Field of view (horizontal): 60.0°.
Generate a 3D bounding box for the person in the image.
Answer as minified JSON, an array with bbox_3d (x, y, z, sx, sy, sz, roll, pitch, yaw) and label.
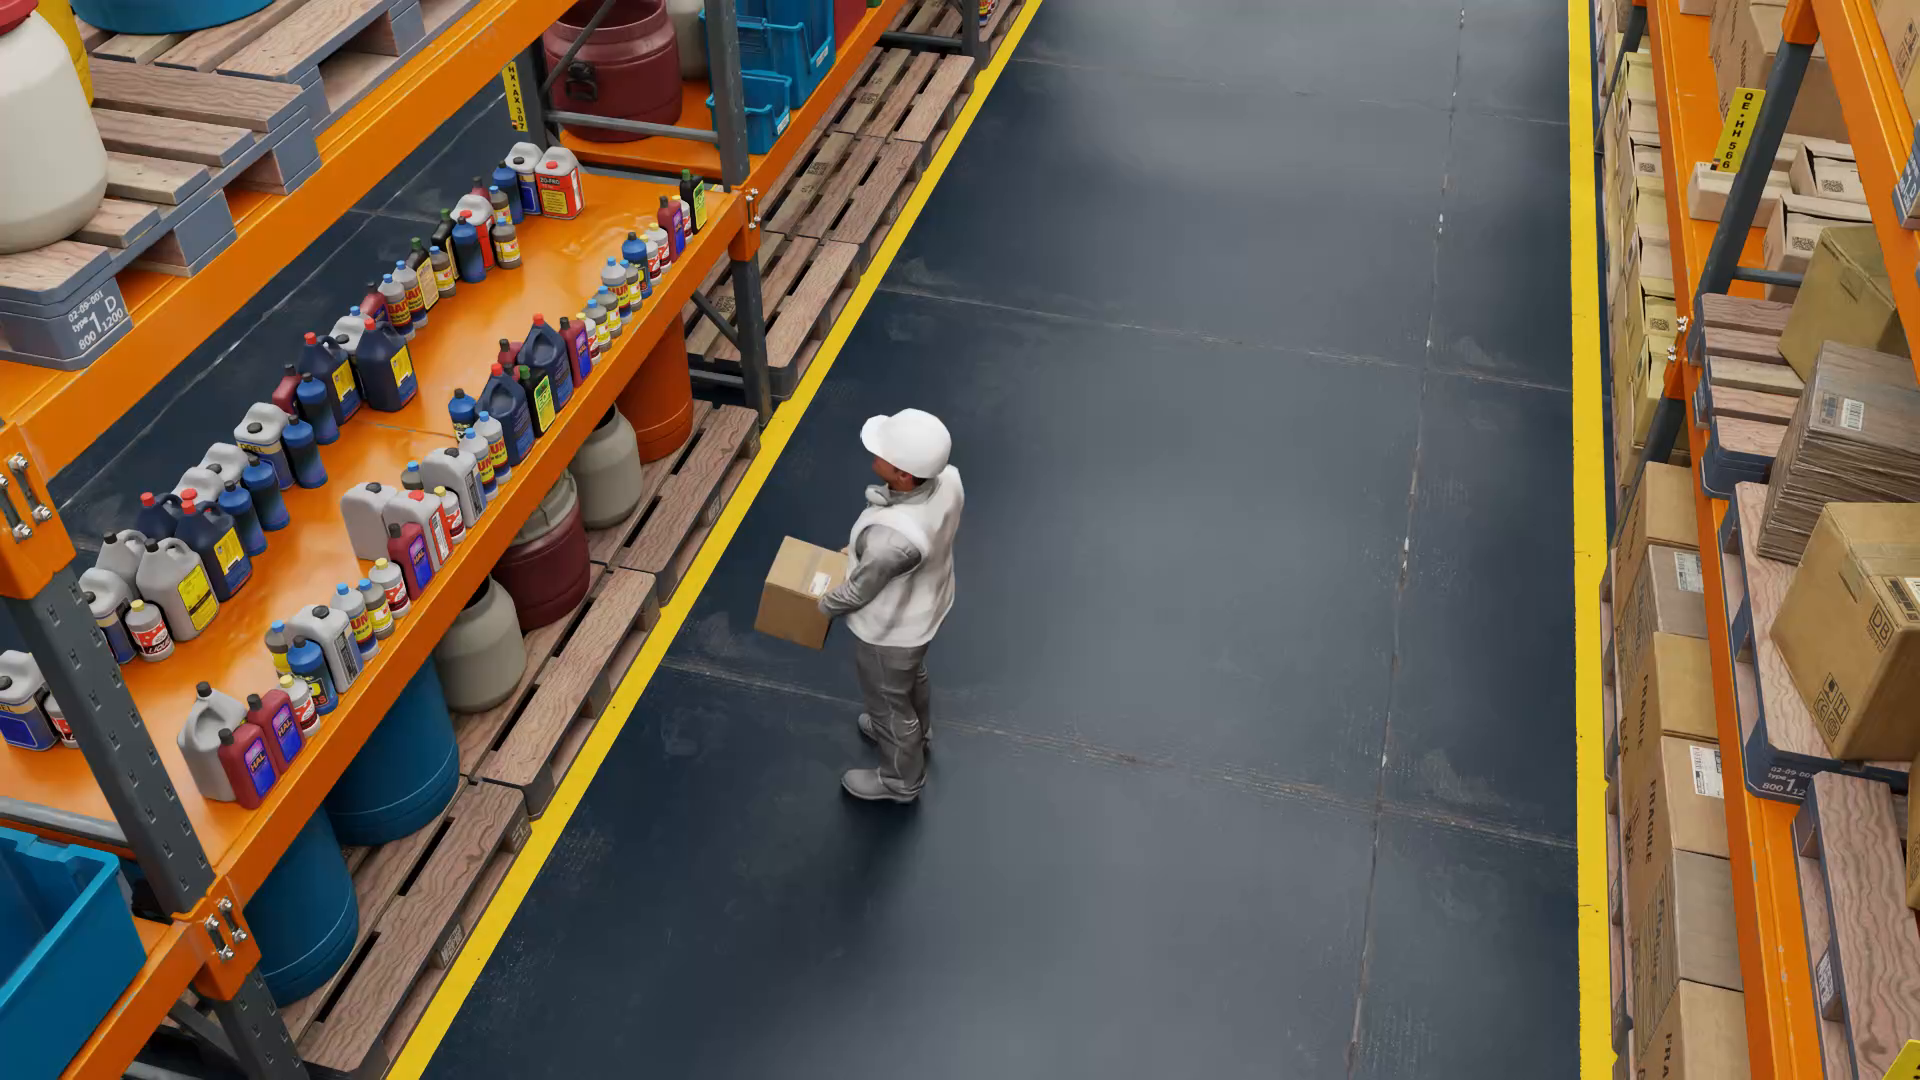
[{"bbox_3d":[-0.277,0.231,5.866,0.533,1.776,0.514,15,43,16],"label":"person"}]
